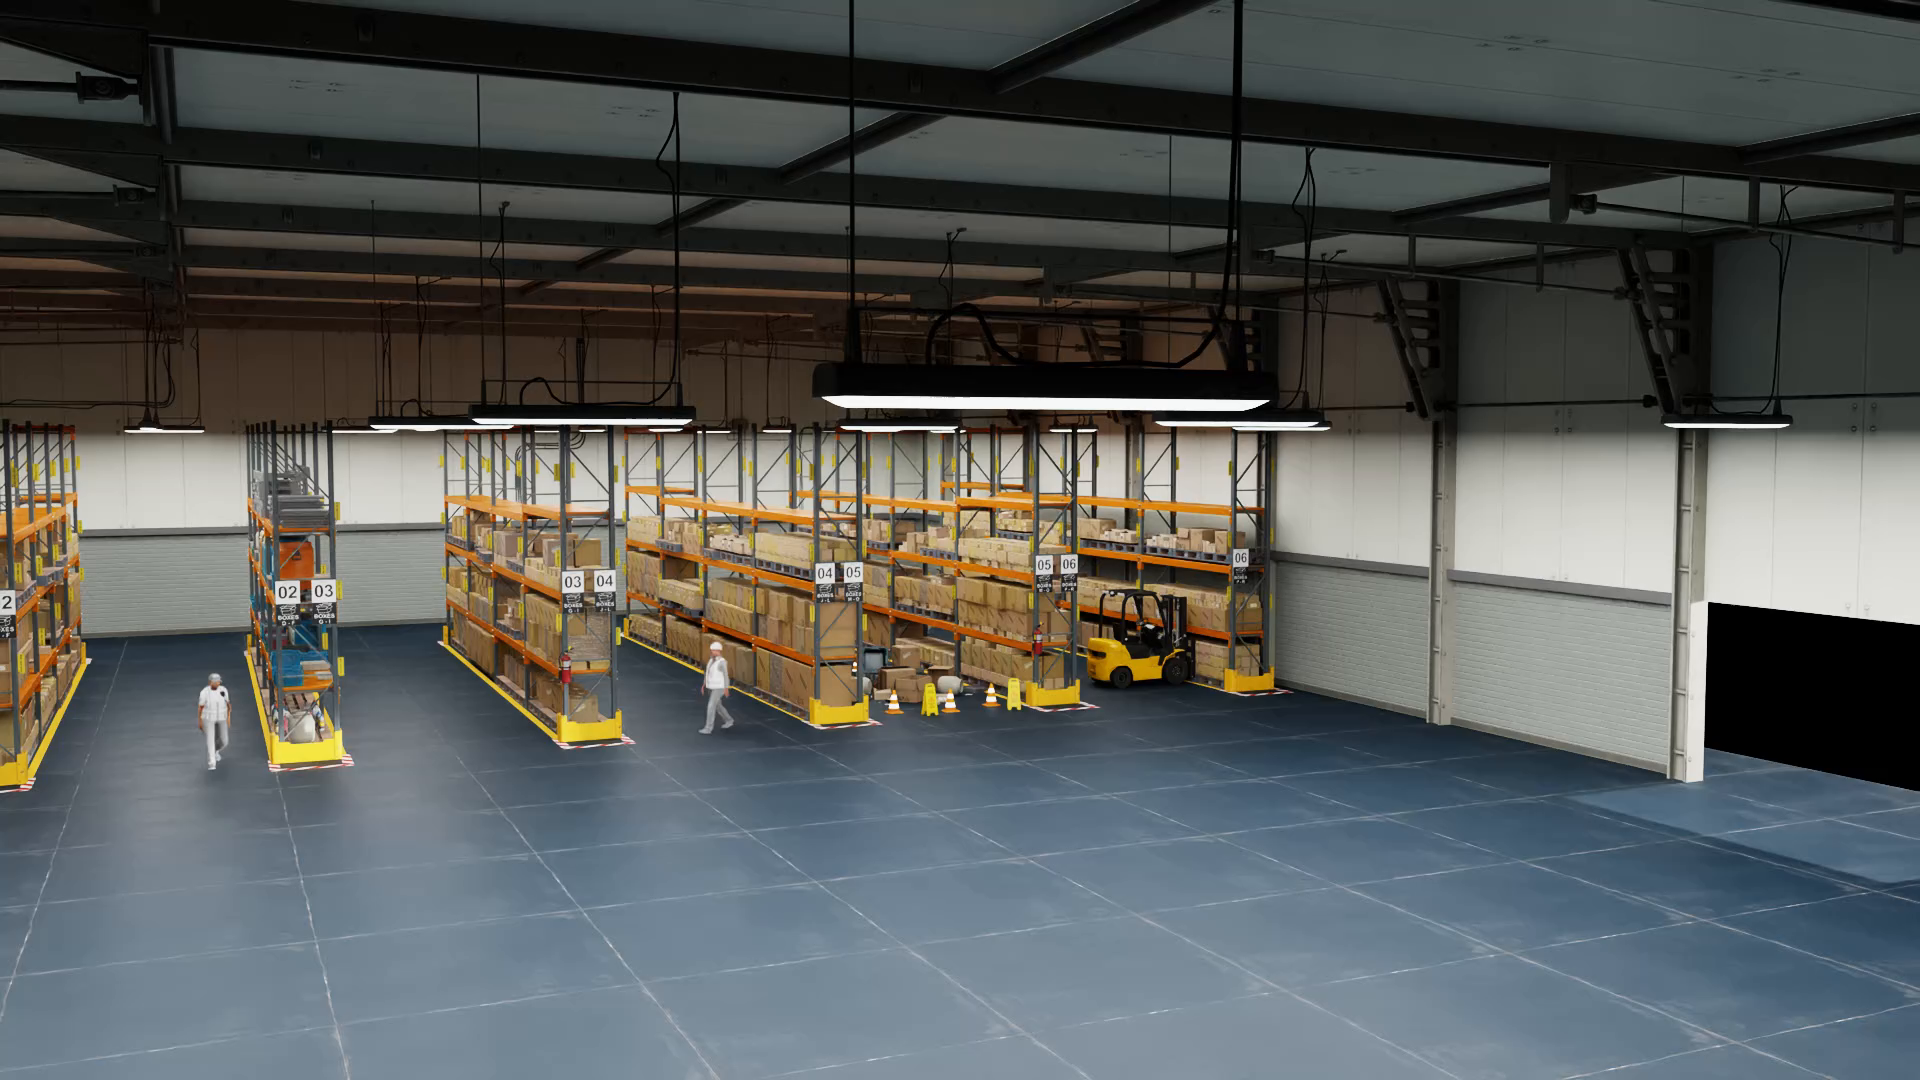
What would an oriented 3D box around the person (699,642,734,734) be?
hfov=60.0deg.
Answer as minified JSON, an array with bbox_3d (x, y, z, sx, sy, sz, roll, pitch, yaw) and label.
[{"bbox_3d":[-4.738,2.849,32.166,0.919,1.743,0.535,-3,4,-37],"label":"person"}]

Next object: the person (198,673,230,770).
[{"bbox_3d":[-12.909,3.105,28.779,0.514,1.623,0.900,-3,5,-41],"label":"person"}]
